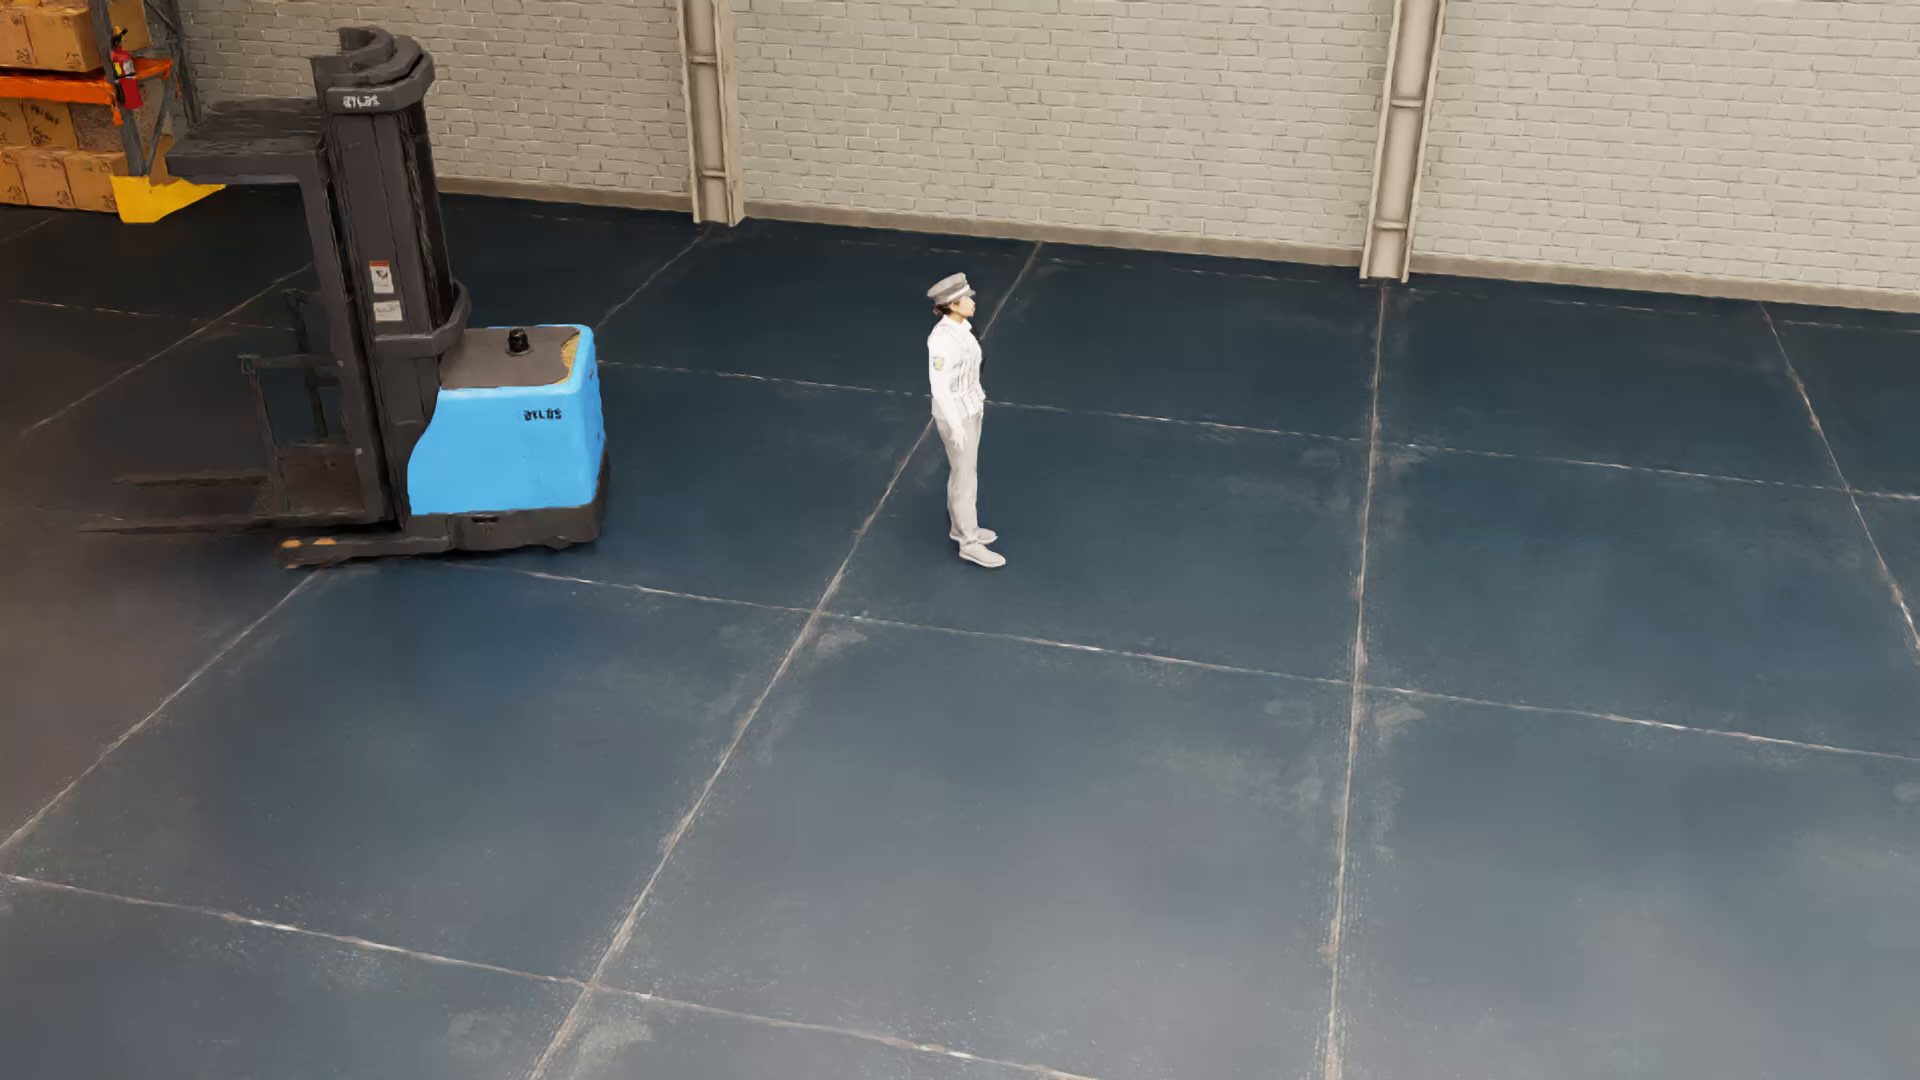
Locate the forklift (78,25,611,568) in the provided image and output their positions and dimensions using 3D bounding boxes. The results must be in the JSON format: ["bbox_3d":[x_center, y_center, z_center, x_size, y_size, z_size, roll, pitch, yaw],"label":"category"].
[{"bbox_3d":[-3.728,-1.382,9.609,3.031,2.935,1.130,-3,30,-5],"label":"forklift"}]

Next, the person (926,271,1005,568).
[{"bbox_3d":[0.064,-0.733,9.702,0.533,1.695,0.586,7,30,12],"label":"person"}]
